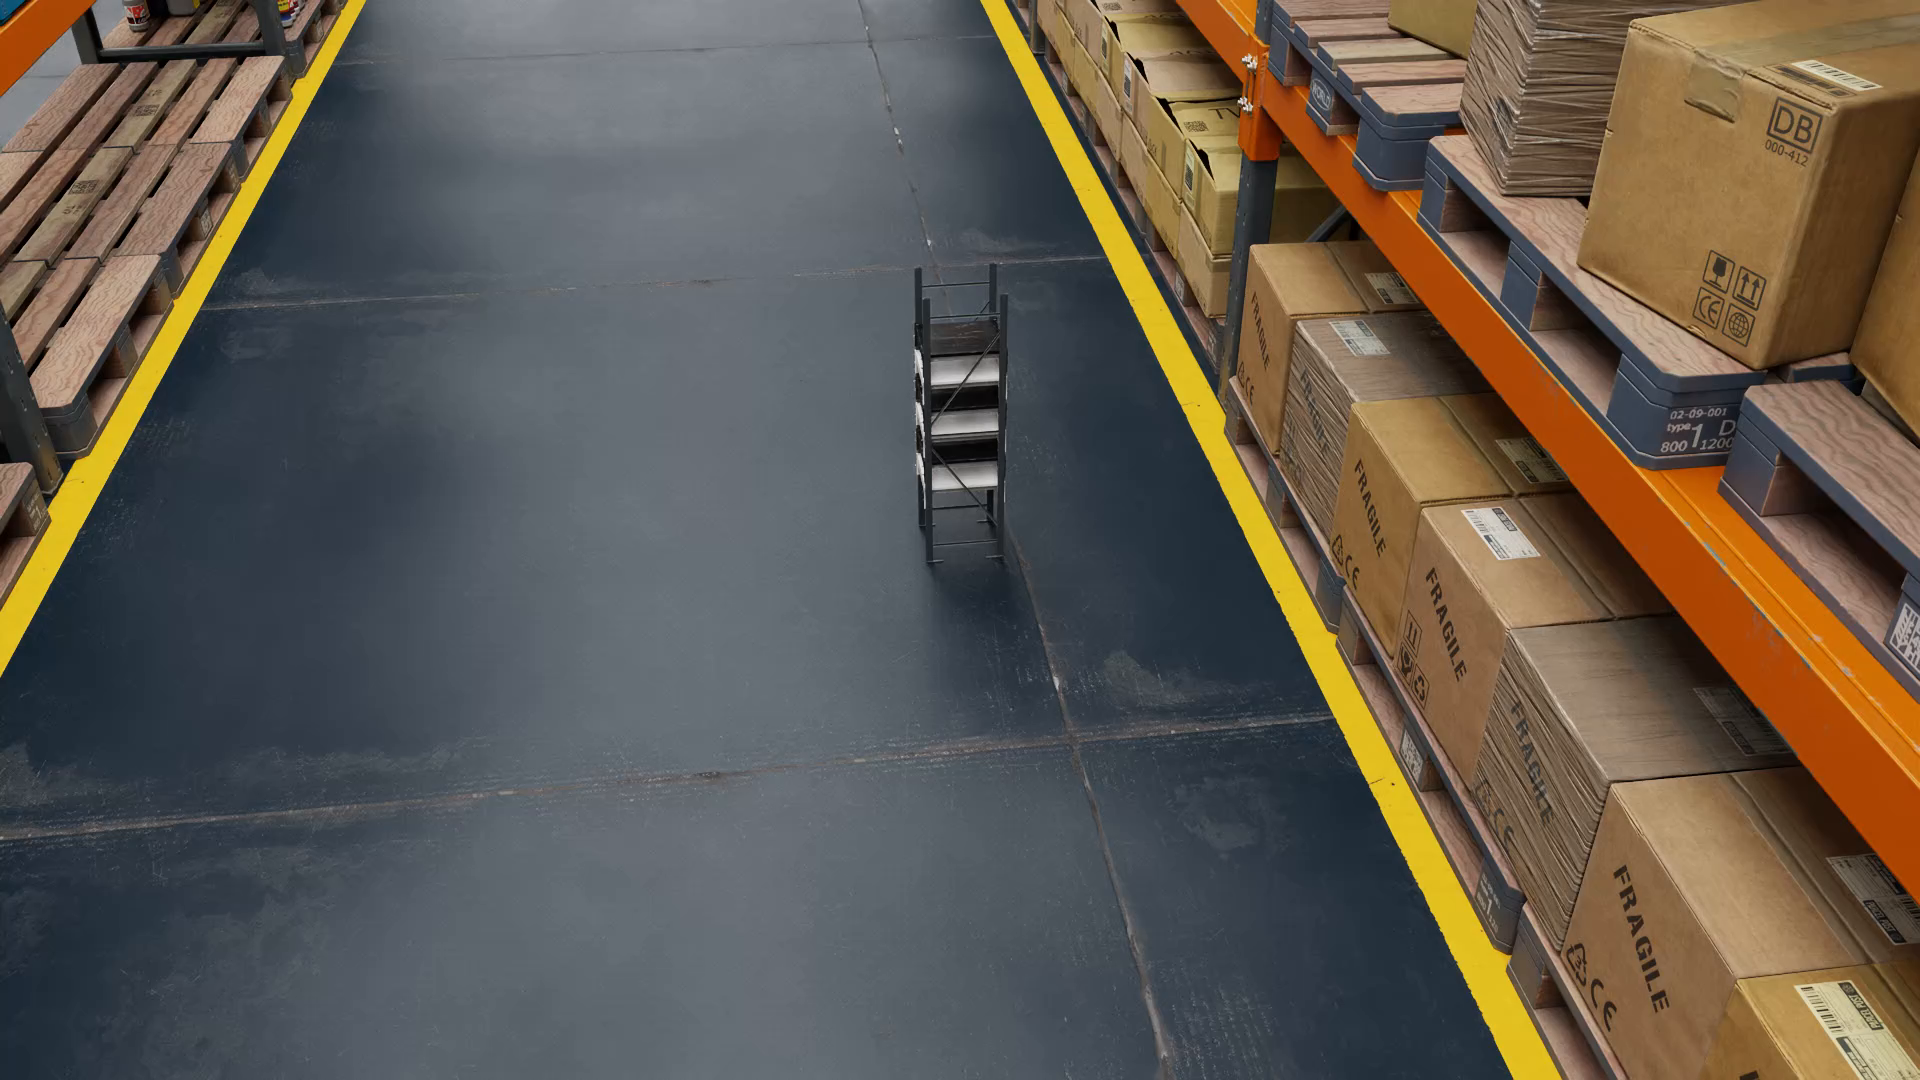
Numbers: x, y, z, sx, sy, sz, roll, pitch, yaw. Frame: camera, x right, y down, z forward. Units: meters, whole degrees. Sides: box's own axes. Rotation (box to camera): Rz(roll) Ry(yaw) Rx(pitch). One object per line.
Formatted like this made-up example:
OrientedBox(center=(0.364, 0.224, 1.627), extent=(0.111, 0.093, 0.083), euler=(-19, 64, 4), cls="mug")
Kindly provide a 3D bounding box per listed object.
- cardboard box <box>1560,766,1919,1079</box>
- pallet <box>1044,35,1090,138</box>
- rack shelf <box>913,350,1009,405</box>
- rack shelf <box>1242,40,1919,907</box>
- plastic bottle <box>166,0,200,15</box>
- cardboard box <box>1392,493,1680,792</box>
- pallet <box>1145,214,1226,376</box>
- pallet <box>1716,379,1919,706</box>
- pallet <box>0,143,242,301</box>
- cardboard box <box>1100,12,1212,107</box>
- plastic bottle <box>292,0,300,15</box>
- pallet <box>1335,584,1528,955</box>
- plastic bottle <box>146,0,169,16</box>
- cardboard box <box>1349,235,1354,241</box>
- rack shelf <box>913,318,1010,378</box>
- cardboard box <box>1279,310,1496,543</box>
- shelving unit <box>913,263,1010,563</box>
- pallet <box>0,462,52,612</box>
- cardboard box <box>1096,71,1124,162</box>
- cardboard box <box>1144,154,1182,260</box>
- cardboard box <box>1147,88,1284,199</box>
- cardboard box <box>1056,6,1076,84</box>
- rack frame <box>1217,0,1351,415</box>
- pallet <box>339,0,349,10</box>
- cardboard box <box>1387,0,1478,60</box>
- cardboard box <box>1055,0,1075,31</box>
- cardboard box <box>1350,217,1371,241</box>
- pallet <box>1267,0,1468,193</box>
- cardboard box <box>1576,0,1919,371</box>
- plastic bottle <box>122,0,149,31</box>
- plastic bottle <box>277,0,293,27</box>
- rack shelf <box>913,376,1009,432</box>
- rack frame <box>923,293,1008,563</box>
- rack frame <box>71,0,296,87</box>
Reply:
OrientedBox(center=(1.560, 0.803, 3.237), extent=(0.500, 0.500, 0.500), euler=(-4, 35, -6), cls="cardboard box")
OrientedBox(center=(1.030, -2.422, 8.616), extent=(1.003, 0.211, 1.213), euler=(-4, 35, -6), cls="pallet")
OrientedBox(center=(0.001, -0.489, 4.907), extent=(0.258, 0.077, 0.200), euler=(-4, 35, -6), cls="rack shelf")
OrientedBox(center=(1.699, -0.337, 3.719), extent=(1.077, 0.370, 4.000), euler=(-4, 35, -6), cls="rack shelf")
OrientedBox(center=(-4.246, -3.045, 9.016), extent=(0.144, 0.351, 0.185), euler=(-4, 35, -6), cls="plastic bottle")
OrientedBox(center=(1.422, 0.240, 4.064), extent=(0.500, 0.500, 0.500), euler=(-5, 35, -8), cls="cardboard box")
OrientedBox(center=(1.358, -1.060, 6.618), extent=(1.003, 0.211, 1.213), euler=(-4, 35, -6), cls="pallet")
OrientedBox(center=(1.969, 0.107, 2.600), extent=(1.003, 0.211, 1.213), euler=(-4, 35, -6), cls="pallet")
OrientedBox(center=(-3.705, -1.339, 7.028), extent=(1.003, 0.211, 1.213), euler=(-4, 35, -6), cls="pallet")
OrientedBox(center=(0.909, -2.144, 7.303), extent=(0.500, 0.311, 0.500), euler=(-3, 34, -5), cls="cardboard box")
OrientedBox(center=(-3.652, -2.959, 9.023), extent=(0.097, 0.201, 0.097), euler=(0, 34, 0), cls="plastic bottle")
OrientedBox(center=(1.654, 0.501, 4.327), extent=(1.003, 0.211, 1.213), euler=(-4, 35, -6), cls="pallet")
OrientedBox(center=(-4.389, -3.034, 9.000), extent=(0.144, 0.351, 0.185), euler=(-5, 35, -8), cls="plastic bottle")
OrientedBox(center=(1.651, -1.102, 6.272), extent=(0.500, 0.250, 0.500), euler=(-4, 35, -7), cls="cardboard box")
OrientedBox(center=(0.001, -0.563, 4.857), extent=(0.258, 0.077, 0.200), euler=(-4, 35, -6), cls="rack shelf")
OrientedBox(center=(1.284, -0.332, 4.902), extent=(0.500, 0.500, 0.500), euler=(-6, 35, -8), cls="cardboard box")
OrientedBox(center=(0.001, -0.367, 4.990), extent=(0.258, 0.900, 0.210), euler=(-4, 35, -6), cls="shelving unit")
OrientedBox(center=(-3.331, 0.212, 4.751), extent=(1.003, 0.211, 1.213), euler=(-4, 35, -6), cls="pallet")
OrientedBox(center=(0.908, -1.918, 7.469), extent=(0.500, 0.250, 0.500), euler=(-4, 34, -5), cls="cardboard box")
OrientedBox(center=(1.045, -1.350, 6.636), extent=(0.500, 0.250, 0.500), euler=(-5, 35, -7), cls="cardboard box")
OrientedBox(center=(1.039, -1.582, 6.479), extent=(0.500, 0.311, 0.500), euler=(-5, 35, -7), cls="cardboard box")
OrientedBox(center=(0.769, -2.490, 8.309), extent=(0.500, 0.250, 0.500), euler=(-4, 34, -5), cls="cardboard box")
OrientedBox(center=(1.430, -1.750, 5.154), extent=(1.000, 3.000, 0.127), euler=(-4, 35, -6), cls="rack frame")
OrientedBox(center=(-4.233, -3.517, 10.223), extent=(1.003, 0.211, 1.213), euler=(-4, 35, -6), cls="pallet")
OrientedBox(center=(1.627, -1.622, 4.505), extent=(0.700, 0.500, 0.500), euler=(-16, 37, -22), cls="cardboard box")
OrientedBox(center=(0.763, -2.722, 8.151), extent=(0.500, 0.311, 0.500), euler=(-5, 35, -7), cls="cardboard box")
OrientedBox(center=(1.651, -1.334, 6.114), extent=(0.500, 0.311, 0.500), euler=(-3, 34, -5), cls="cardboard box")
OrientedBox(center=(1.591, -1.298, 4.661), extent=(1.213, 0.211, 1.003), euler=(-4, 35, -6), cls="pallet")
OrientedBox(center=(1.670, -0.714, 3.172), extent=(0.700, 0.500, 0.500), euler=(-13, 36, -18), cls="cardboard box")
OrientedBox(center=(-4.374, -2.813, 8.809), extent=(0.097, 0.201, 0.097), euler=(0, 34, 0), cls="plastic bottle")
OrientedBox(center=(-3.625, -2.875, 8.837), extent=(0.097, 0.271, 0.097), euler=(0, 34, 0), cls="plastic bottle")
OrientedBox(center=(0.001, -0.414, 4.958), extent=(0.258, 0.077, 0.200), euler=(-4, 35, -6), cls="rack shelf")
OrientedBox(center=(0.015, -0.311, 4.907), extent=(0.240, 0.900, 0.006), euler=(-4, 35, -6), cls="rack frame")
OrientedBox(center=(-4.016, -3.609, 7.882), extent=(1.000, 3.000, 0.127), euler=(-4, 35, -6), cls="rack frame")
